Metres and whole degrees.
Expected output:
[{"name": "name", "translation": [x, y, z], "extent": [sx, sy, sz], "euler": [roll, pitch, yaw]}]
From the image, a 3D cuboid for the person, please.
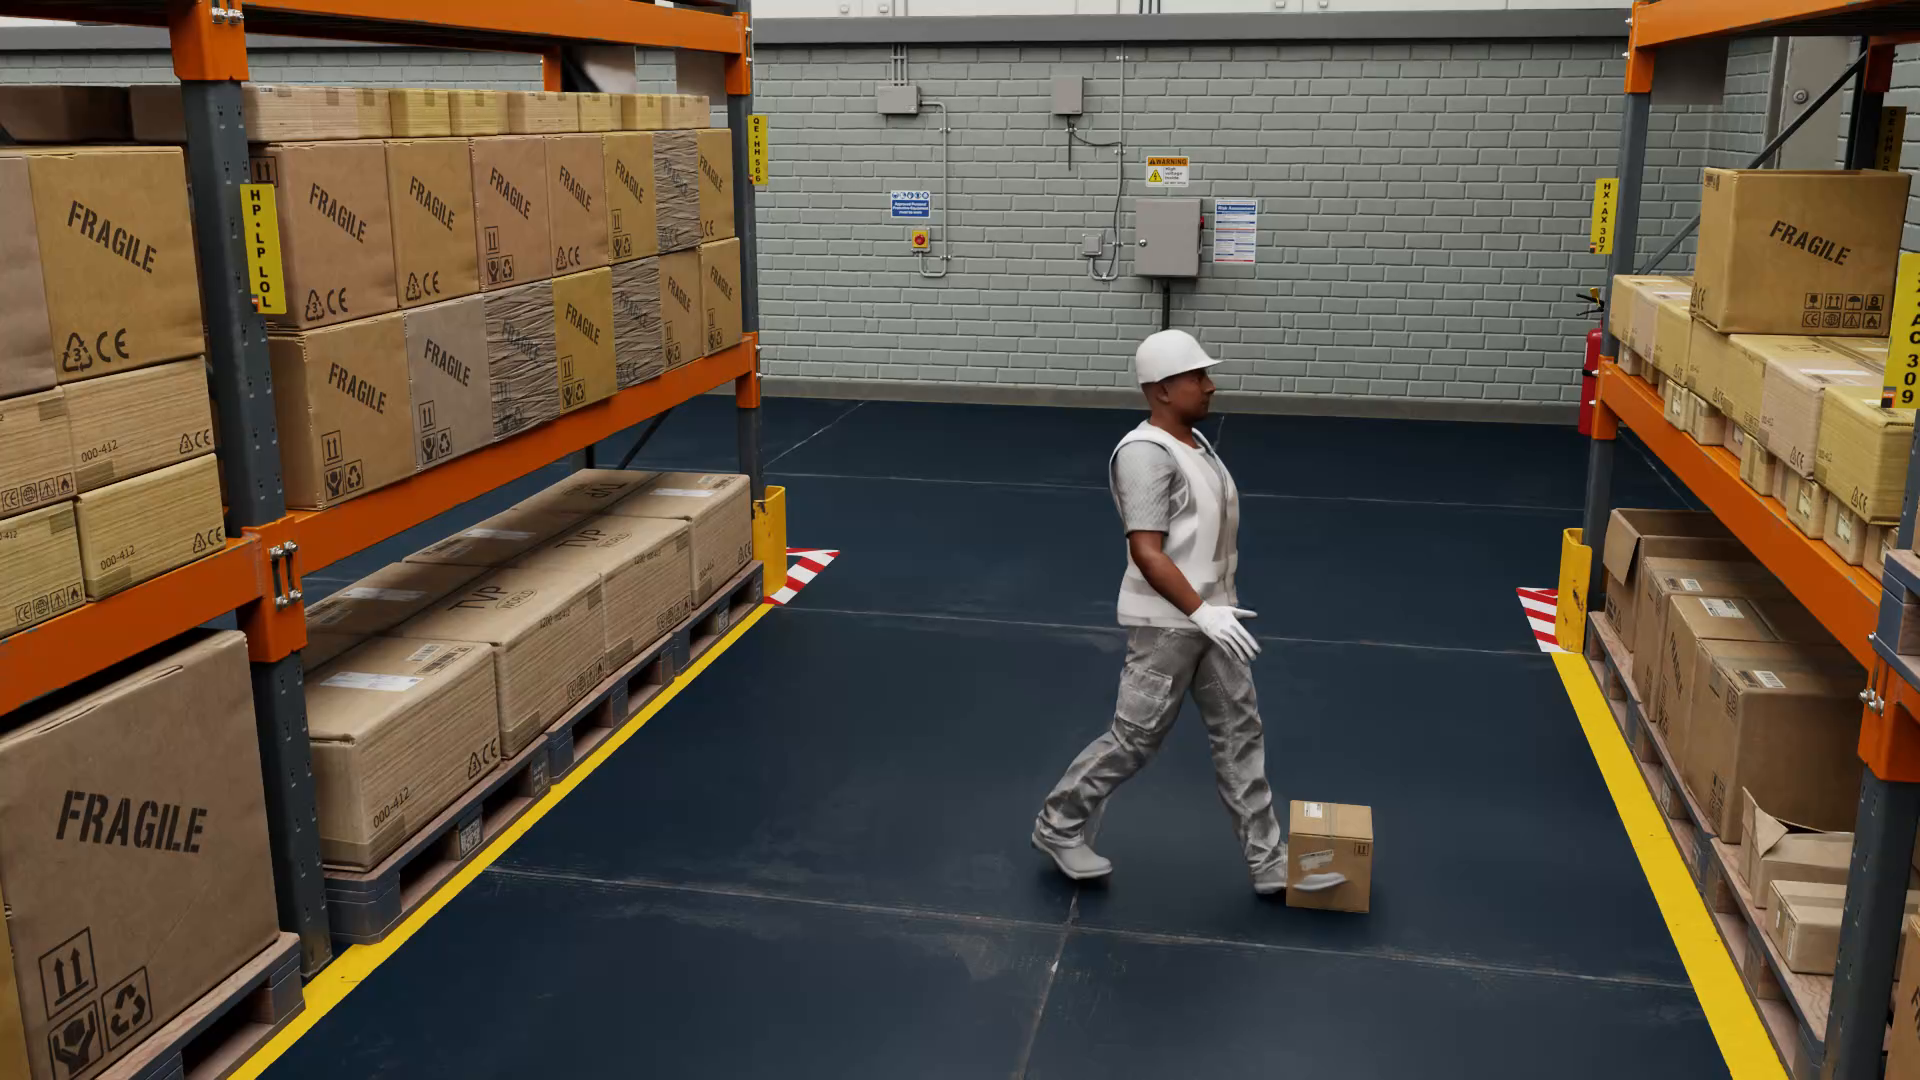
[{"name": "person", "translation": [0.741, 0.241, 5.098], "extent": [0.994, 1.750, 0.617], "euler": [8, 16, 28]}]
